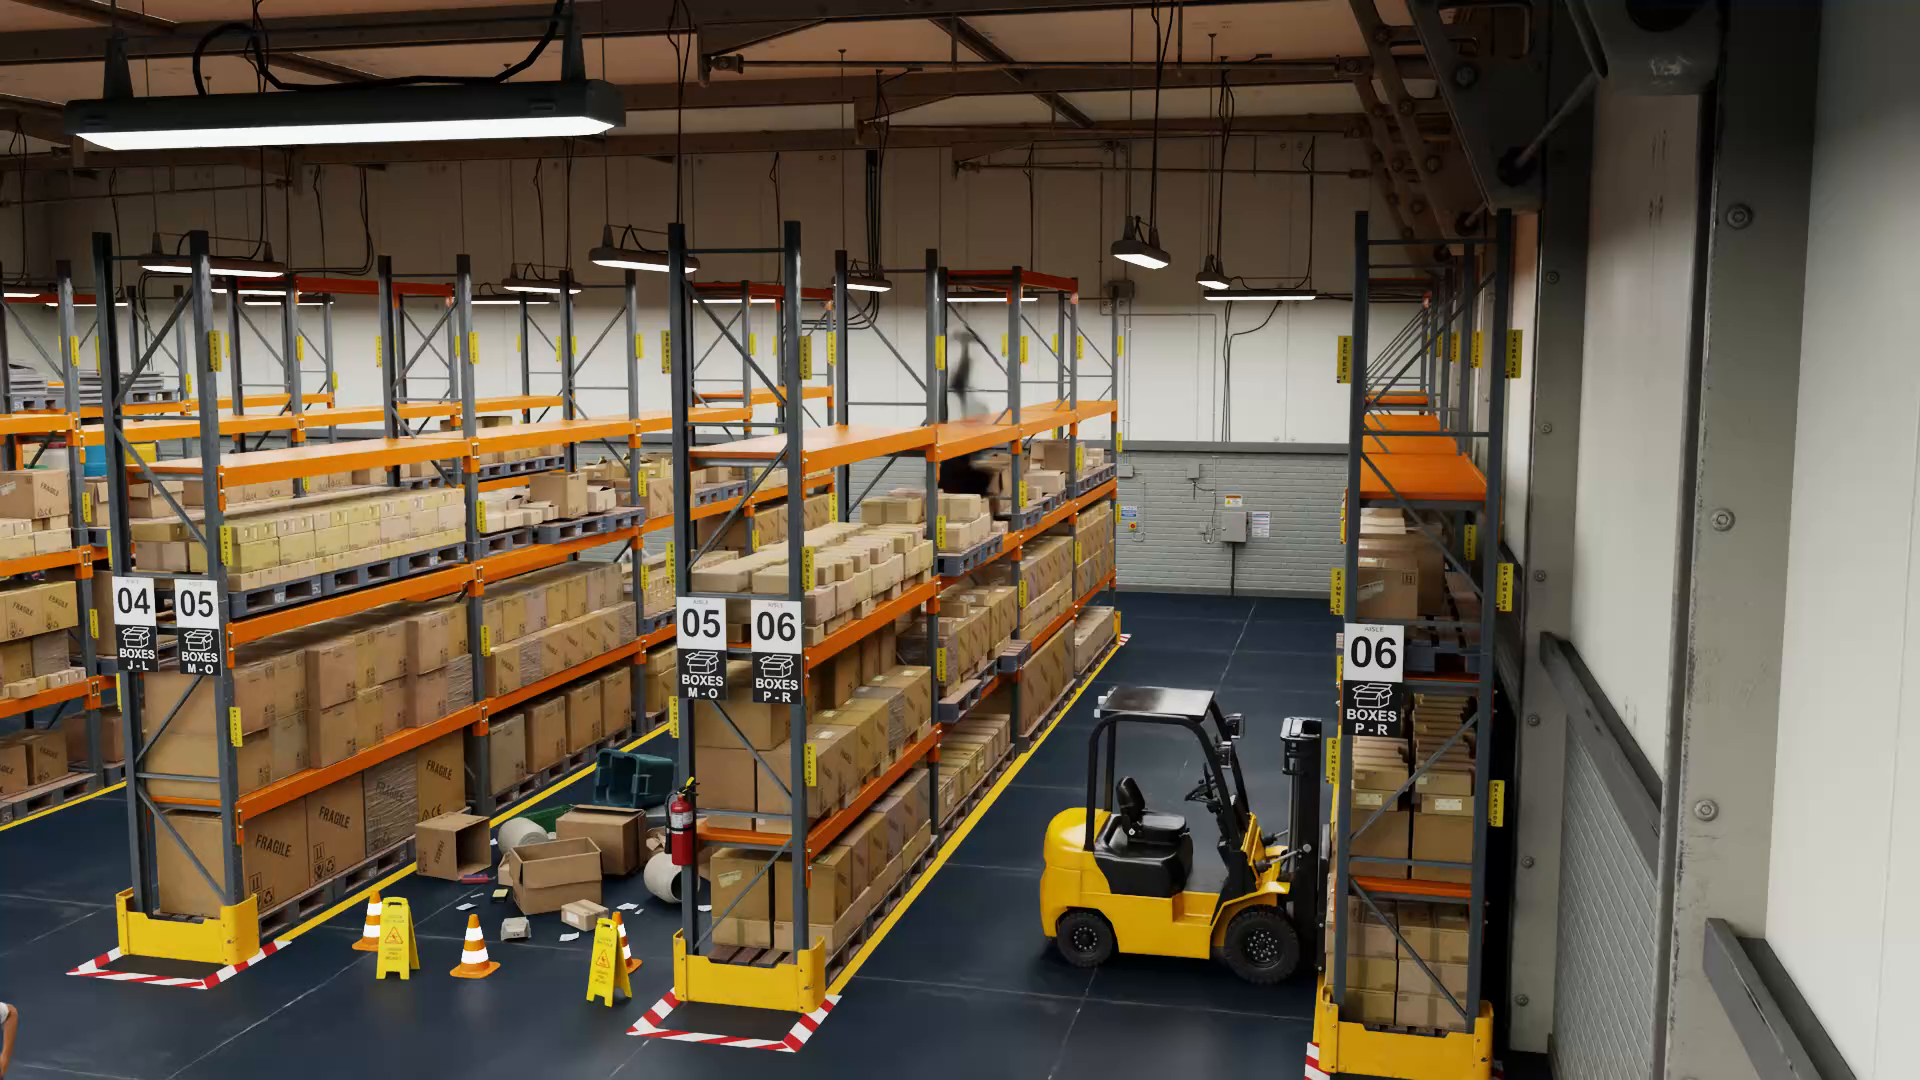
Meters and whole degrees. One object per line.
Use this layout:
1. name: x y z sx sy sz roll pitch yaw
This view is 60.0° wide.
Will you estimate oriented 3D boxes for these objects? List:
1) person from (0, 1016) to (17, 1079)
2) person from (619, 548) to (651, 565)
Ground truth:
1. person: -5.747 3.252 9.548 0.638 1.627 1.025 -3 8 -26
2. person: -5.929 0.689 30.572 0.632 1.546 0.496 -3 8 -23
